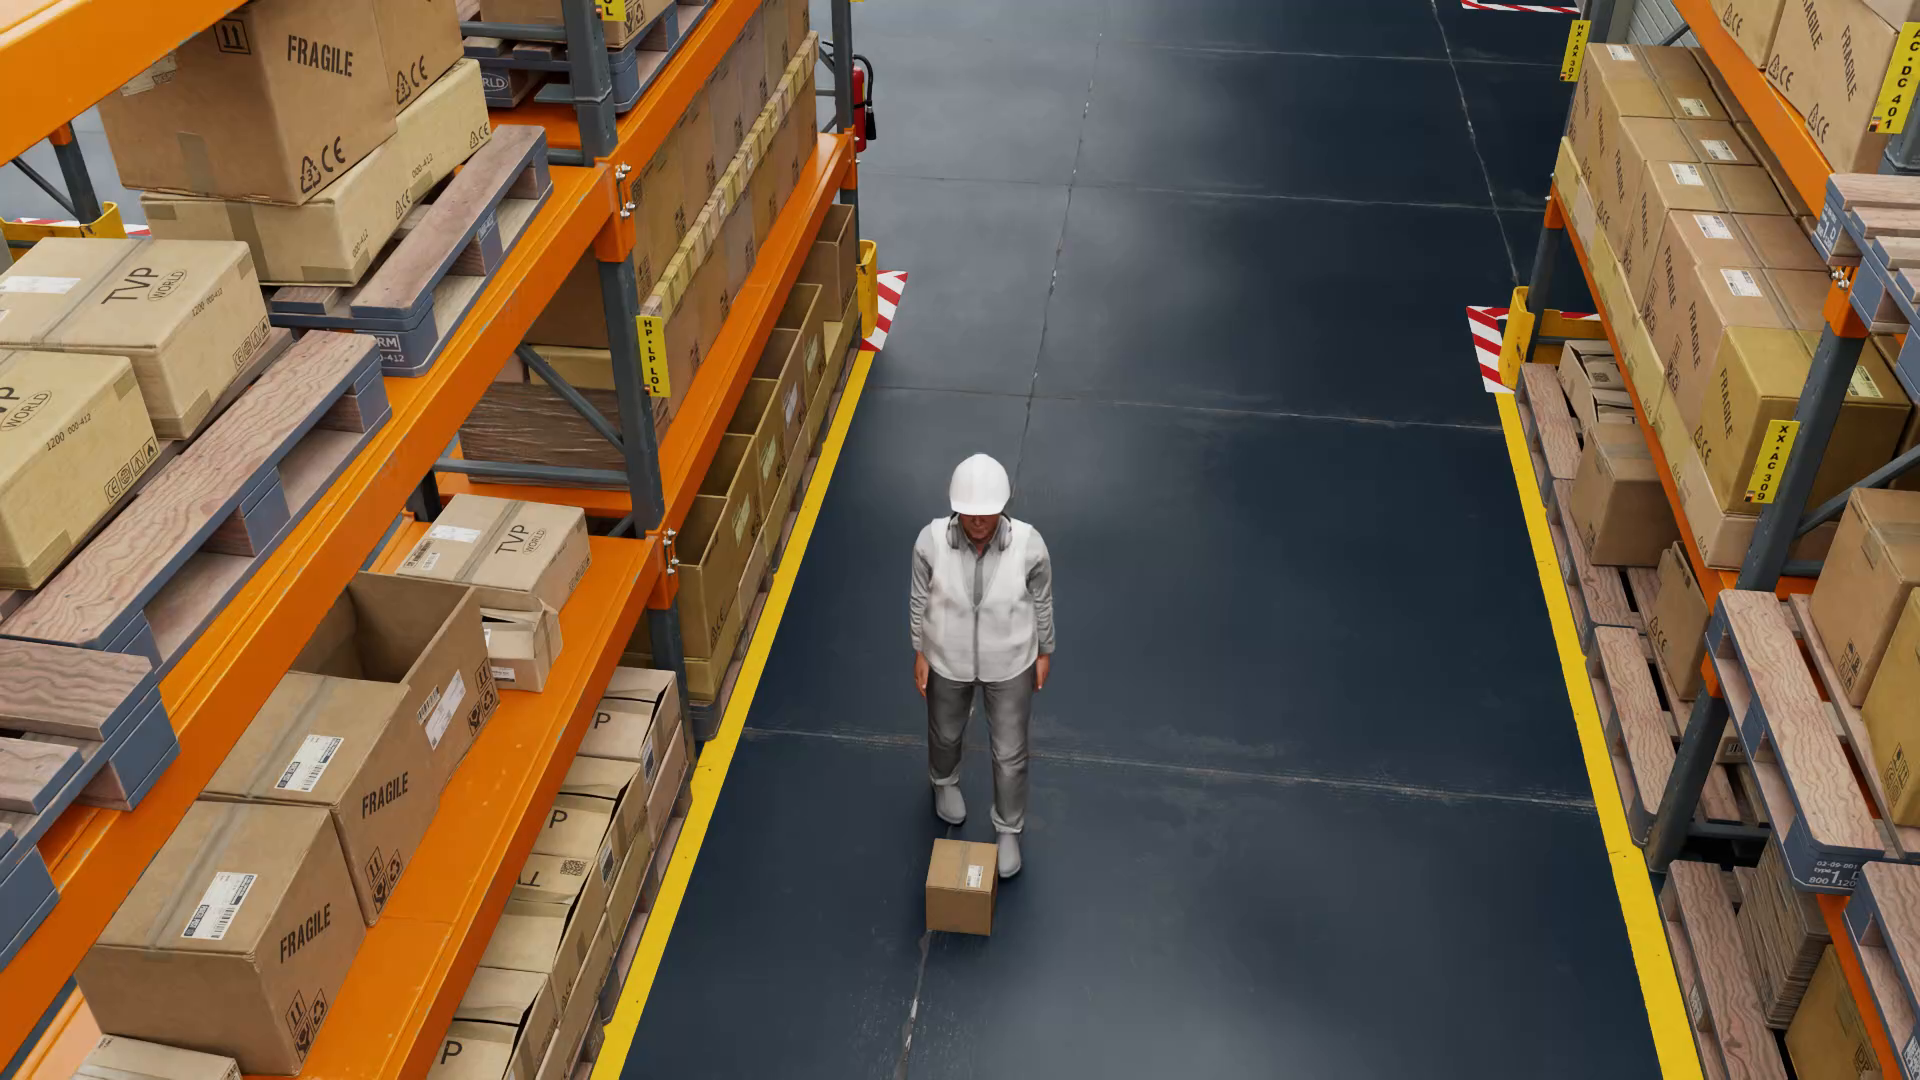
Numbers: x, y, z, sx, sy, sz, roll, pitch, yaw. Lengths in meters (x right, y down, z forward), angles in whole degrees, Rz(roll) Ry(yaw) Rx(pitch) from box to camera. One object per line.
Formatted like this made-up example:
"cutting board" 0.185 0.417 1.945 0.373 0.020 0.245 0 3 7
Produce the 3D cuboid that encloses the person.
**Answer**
"person" 0.082 0.476 6.359 0.557 1.781 0.616 2 36 3
